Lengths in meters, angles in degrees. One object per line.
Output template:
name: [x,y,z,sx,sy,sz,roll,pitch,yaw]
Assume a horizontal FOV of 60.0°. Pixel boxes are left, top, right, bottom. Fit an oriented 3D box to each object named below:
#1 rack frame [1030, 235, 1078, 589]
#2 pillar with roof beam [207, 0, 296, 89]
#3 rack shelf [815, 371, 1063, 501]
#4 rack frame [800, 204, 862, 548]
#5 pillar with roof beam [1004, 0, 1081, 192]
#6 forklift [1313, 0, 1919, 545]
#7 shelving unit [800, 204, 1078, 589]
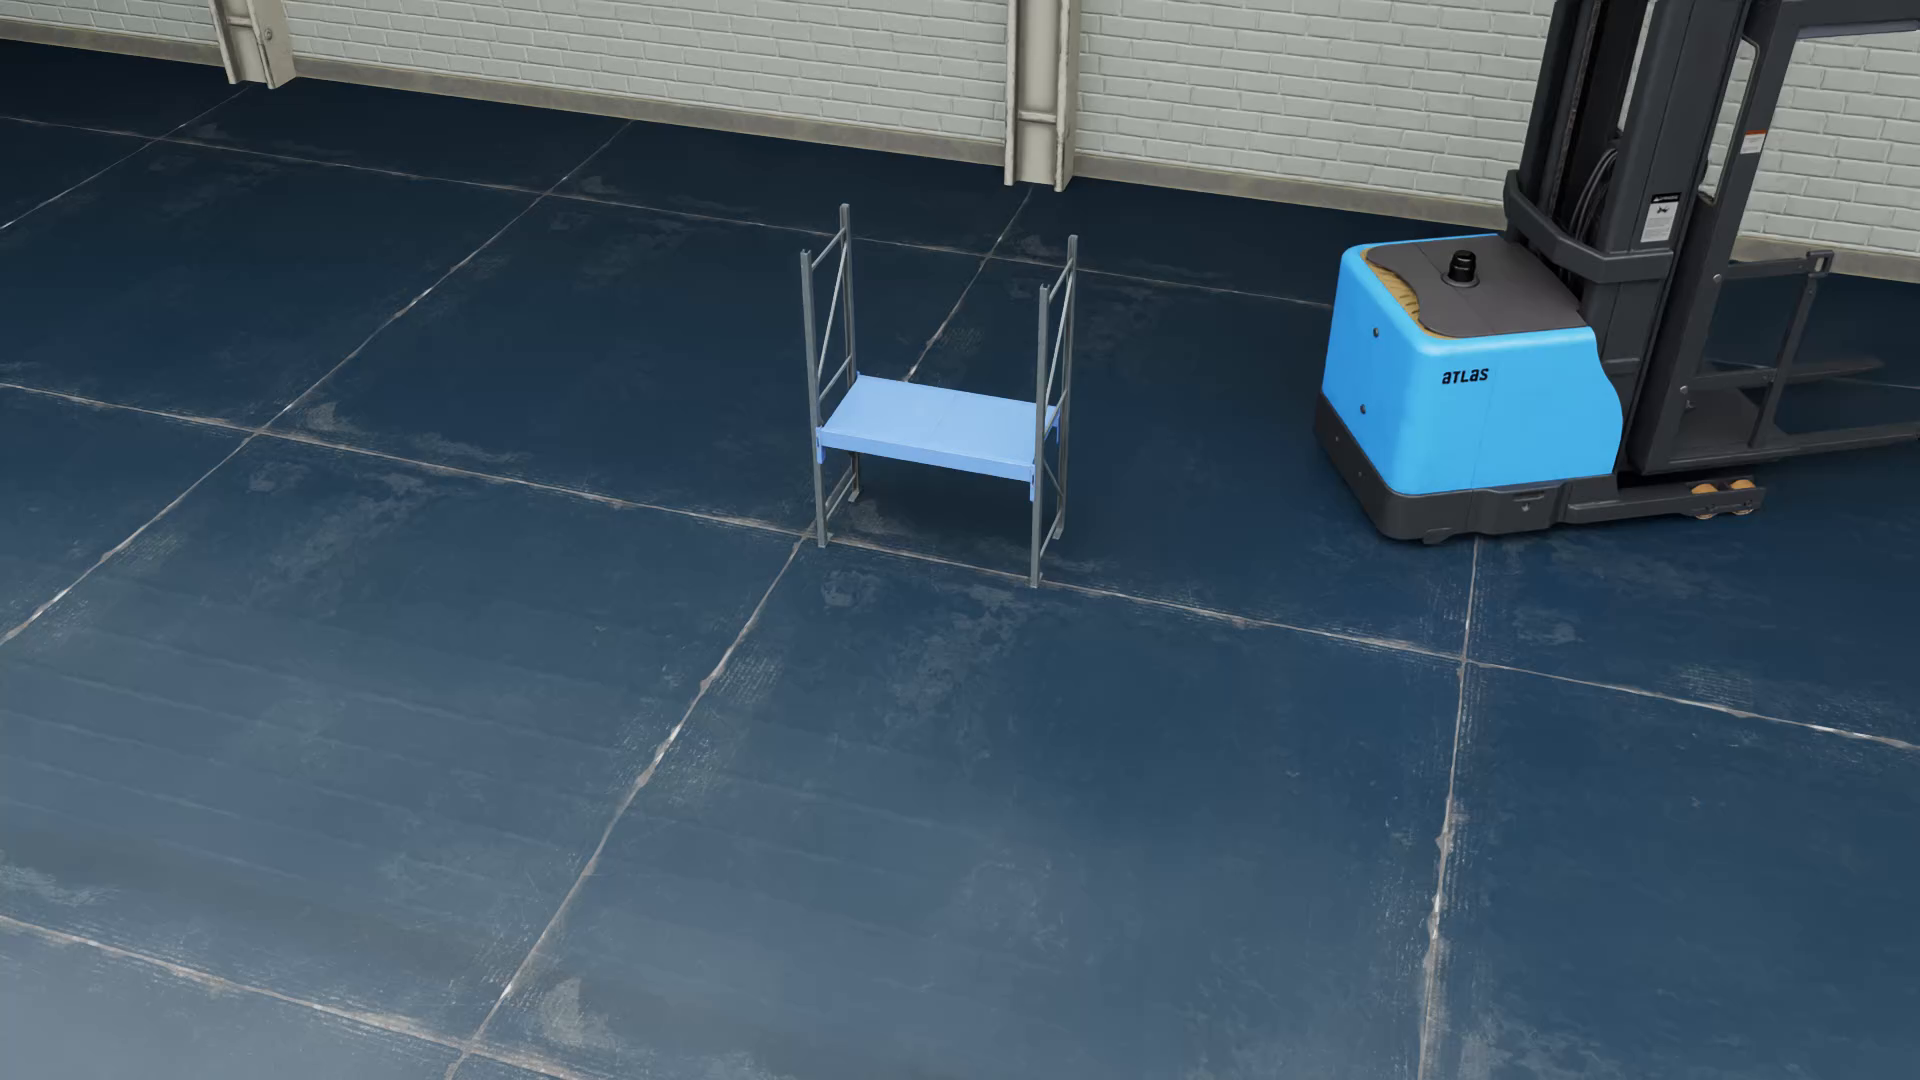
rack frame: [0.404,-0.529,7.204,0.032,1.500,0.500,10,38,14]
pillar with roof beam: [-6.487,-4.637,6.459,0.400,9.000,9.100,10,38,14]
rack shelf: [-0.081,-0.474,7.433,1.000,0.185,0.538,10,38,14]
rack frame: [-0.567,-0.709,7.448,0.032,1.500,0.500,10,38,14]
pillar with roof beam: [-0.760,-3.576,5.018,0.400,9.000,9.100,10,38,14]
forklift: [3.346,-1.582,7.426,3.031,2.935,1.130,-6,37,-8]
shelving unit: [-0.081,-0.619,7.326,1.048,1.500,0.538,10,38,14]
